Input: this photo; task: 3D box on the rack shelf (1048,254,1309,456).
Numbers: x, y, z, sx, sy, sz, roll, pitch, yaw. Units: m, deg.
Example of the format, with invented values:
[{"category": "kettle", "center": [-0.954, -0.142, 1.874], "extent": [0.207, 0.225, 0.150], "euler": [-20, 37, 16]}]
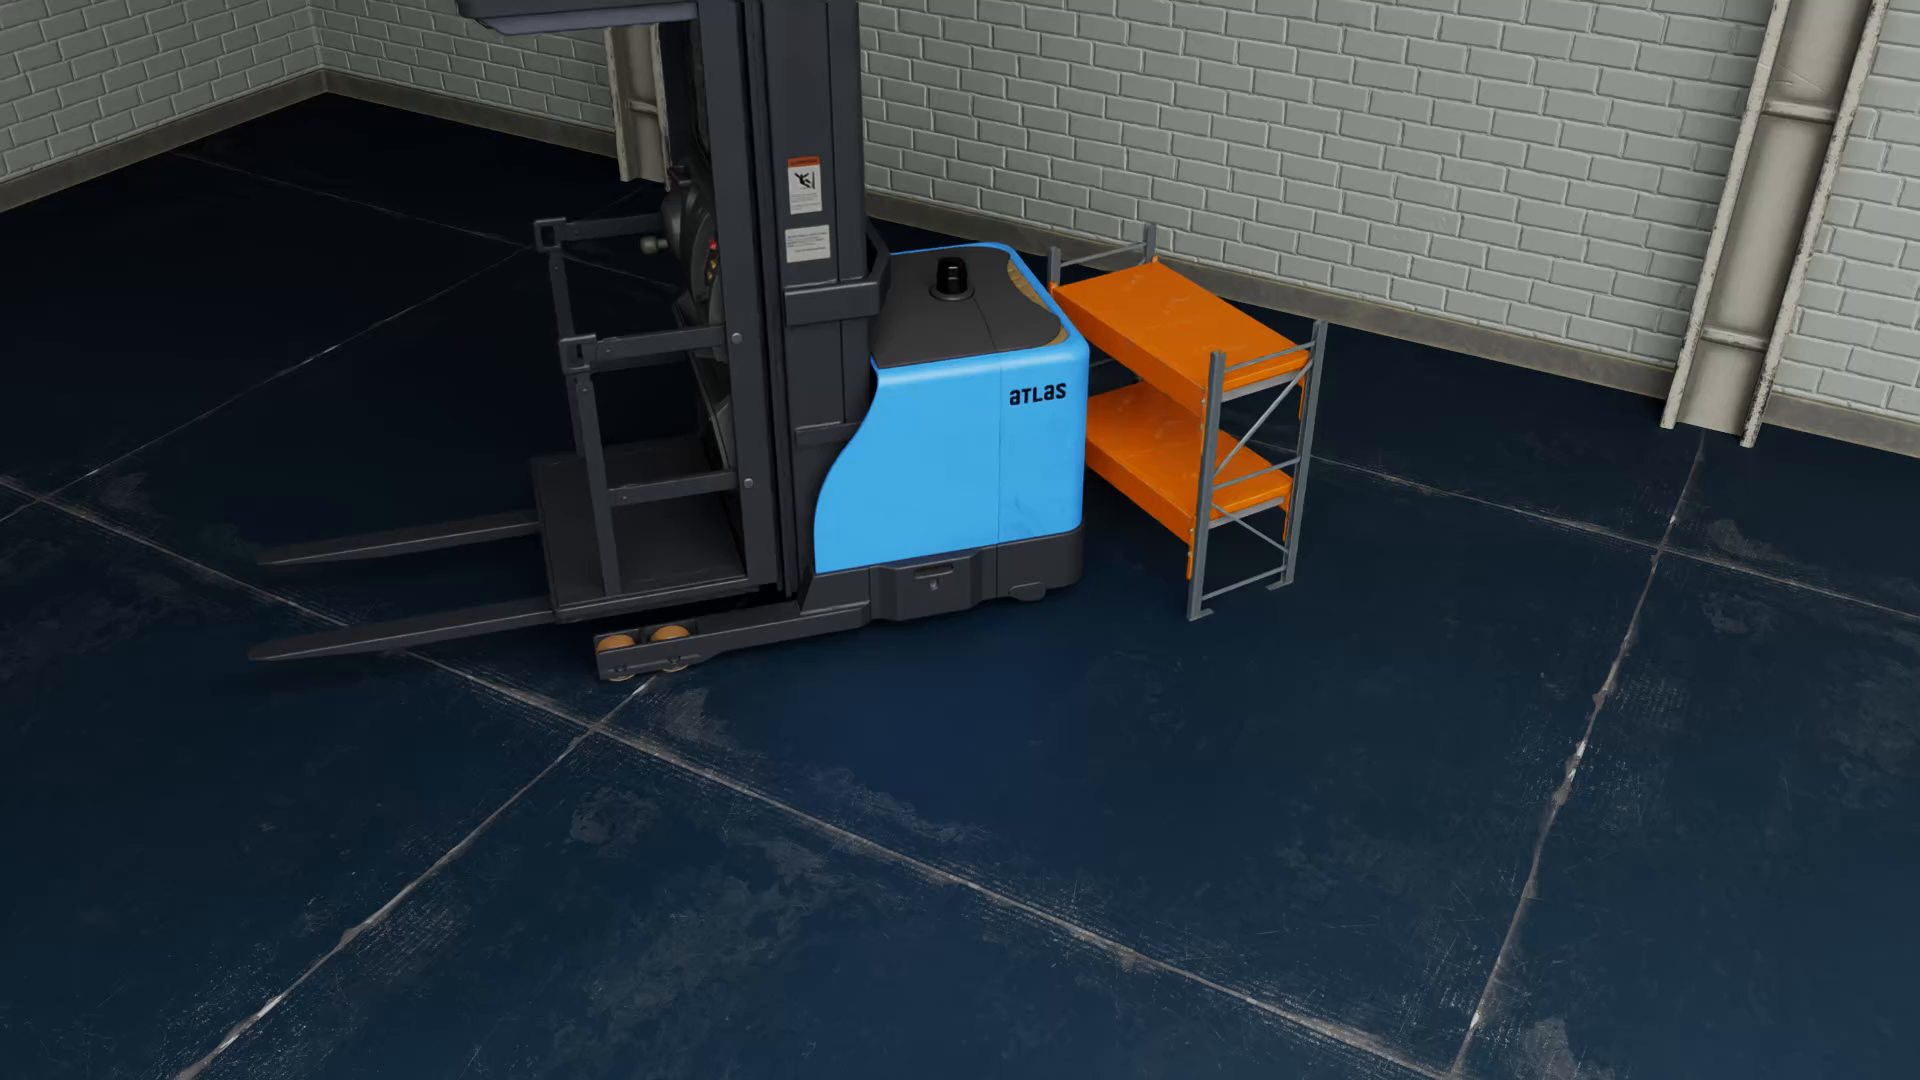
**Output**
[{"category": "rack shelf", "center": [0.820, -0.723, 6.293], "extent": [0.538, 0.278, 1.000], "euler": [-18, 38, -25]}]

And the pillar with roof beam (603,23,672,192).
[{"category": "pillar with roof beam", "center": [-3.934, -3.858, 4.425], "extent": [0.400, 9.000, 9.100], "euler": [18, 37, 24]}]

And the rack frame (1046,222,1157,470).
[{"category": "rack frame", "center": [0.560, -0.722, 6.819], "extent": [0.500, 1.125, 0.032], "euler": [-18, 38, -25]}]

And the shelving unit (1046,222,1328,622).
[{"category": "shelving unit", "center": [0.820, -0.480, 6.455], "extent": [0.538, 1.125, 1.048], "euler": [-18, 38, -25]}]

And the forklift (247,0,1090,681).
[{"category": "forklift", "center": [-1.100, -1.039, 5.666], "extent": [3.031, 2.935, 1.130], "euler": [-9, 35, -14]}]

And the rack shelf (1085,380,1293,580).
[{"category": "rack shelf", "center": [0.820, -0.276, 6.591], "extent": [0.538, 0.278, 1.000], "euler": [-18, 38, -25]}]

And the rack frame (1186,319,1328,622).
[{"category": "rack frame", "center": [1.080, -0.237, 6.092], "extent": [0.500, 1.125, 0.032], "euler": [-18, 38, -25]}]

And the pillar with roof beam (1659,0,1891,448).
[{"category": "pillar with roof beam", "center": [1.275, -2.208, 1.947], "extent": [0.400, 9.000, 9.100], "euler": [18, 37, 24]}]
